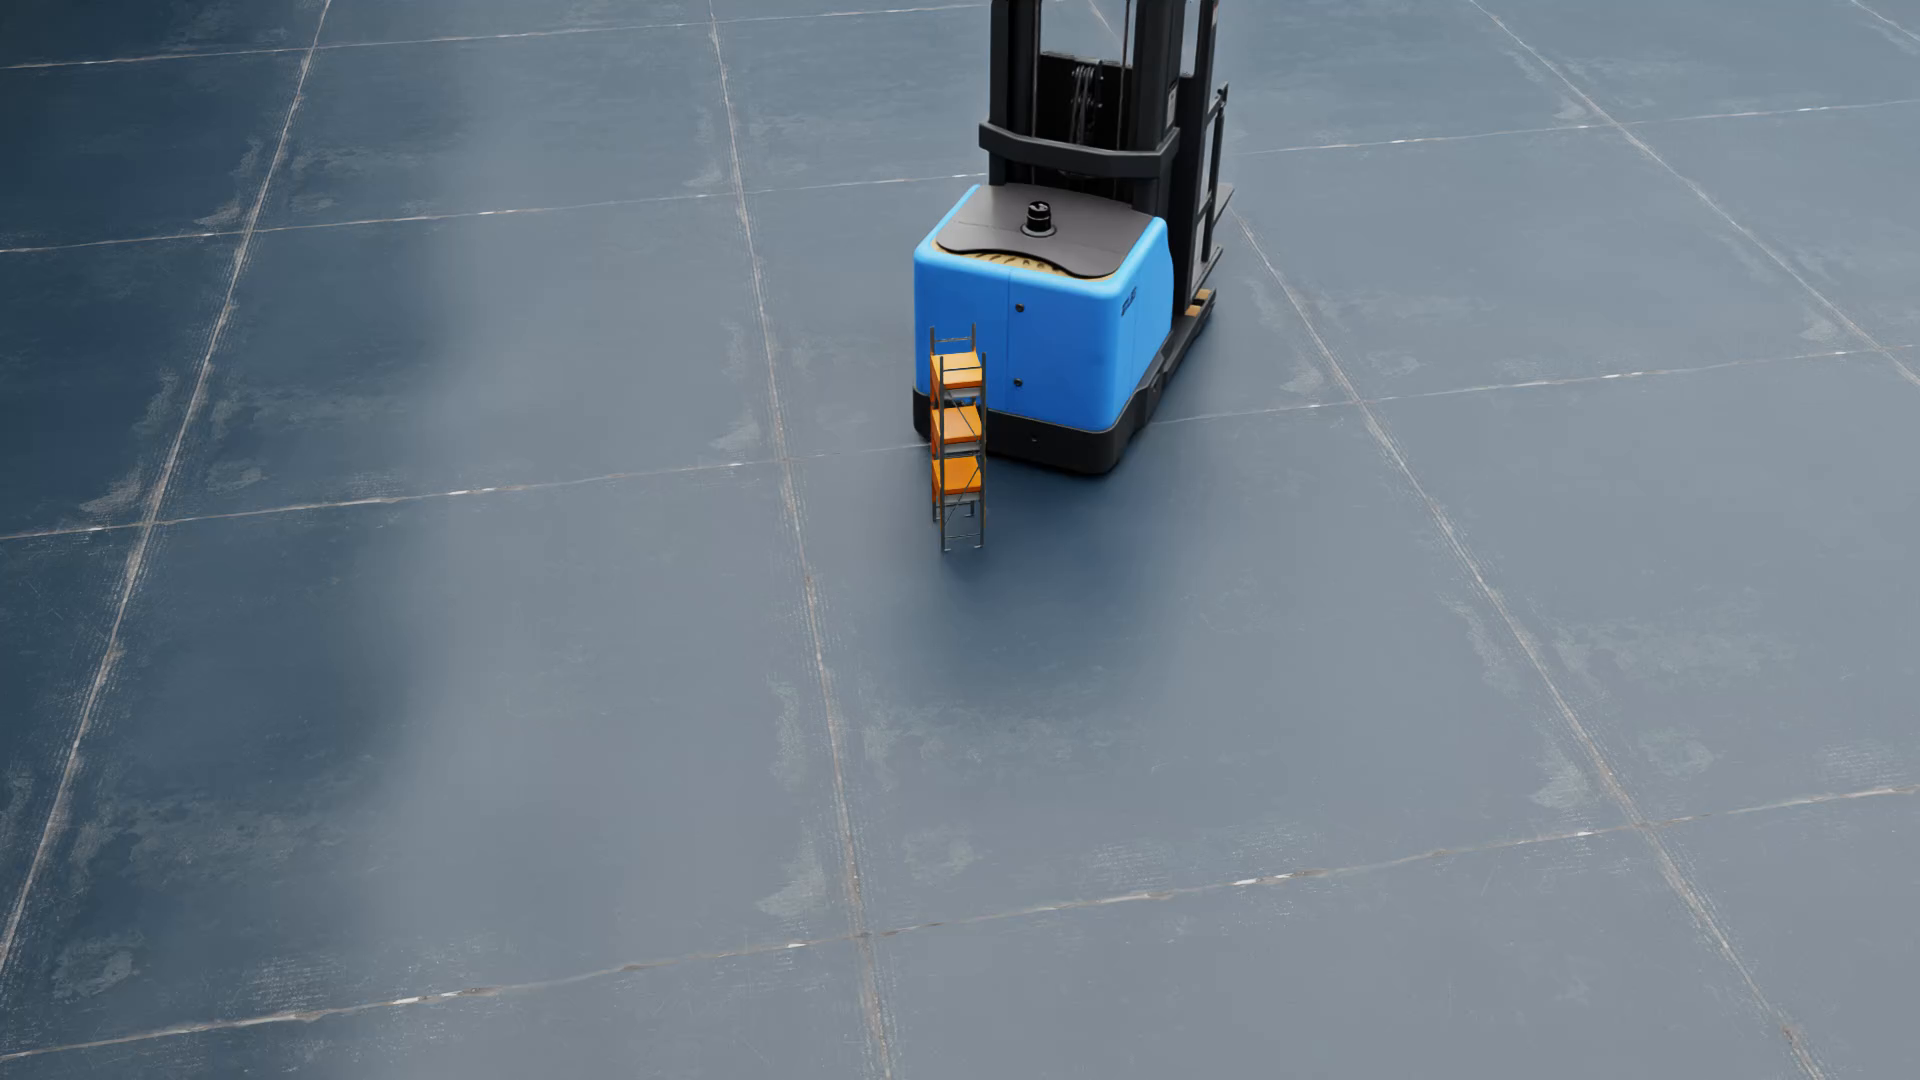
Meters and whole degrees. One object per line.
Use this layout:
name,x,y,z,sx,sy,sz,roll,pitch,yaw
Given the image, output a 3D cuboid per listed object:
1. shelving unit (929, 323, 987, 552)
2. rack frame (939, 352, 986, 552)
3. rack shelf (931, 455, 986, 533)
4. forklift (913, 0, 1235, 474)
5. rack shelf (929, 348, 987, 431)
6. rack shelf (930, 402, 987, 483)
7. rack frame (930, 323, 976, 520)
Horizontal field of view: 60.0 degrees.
shelving unit,-0.009,-0.447,7.470,0.215,1.050,0.252,-6,38,-8
rack frame,0.012,-0.373,7.375,0.200,1.050,0.008,-6,38,-8
rack shelf,-0.009,-0.219,7.647,0.215,0.259,0.240,-6,38,-8
forklift,0.794,-2.381,8.426,1.130,2.935,3.031,14,40,17
rack shelf,-0.009,-0.663,7.302,0.215,0.259,0.240,-6,38,-8
rack shelf,-0.009,-0.439,7.476,0.215,0.259,0.240,-6,38,-8
rack frame,-0.031,-0.521,7.564,0.200,1.050,0.008,-6,38,-8
